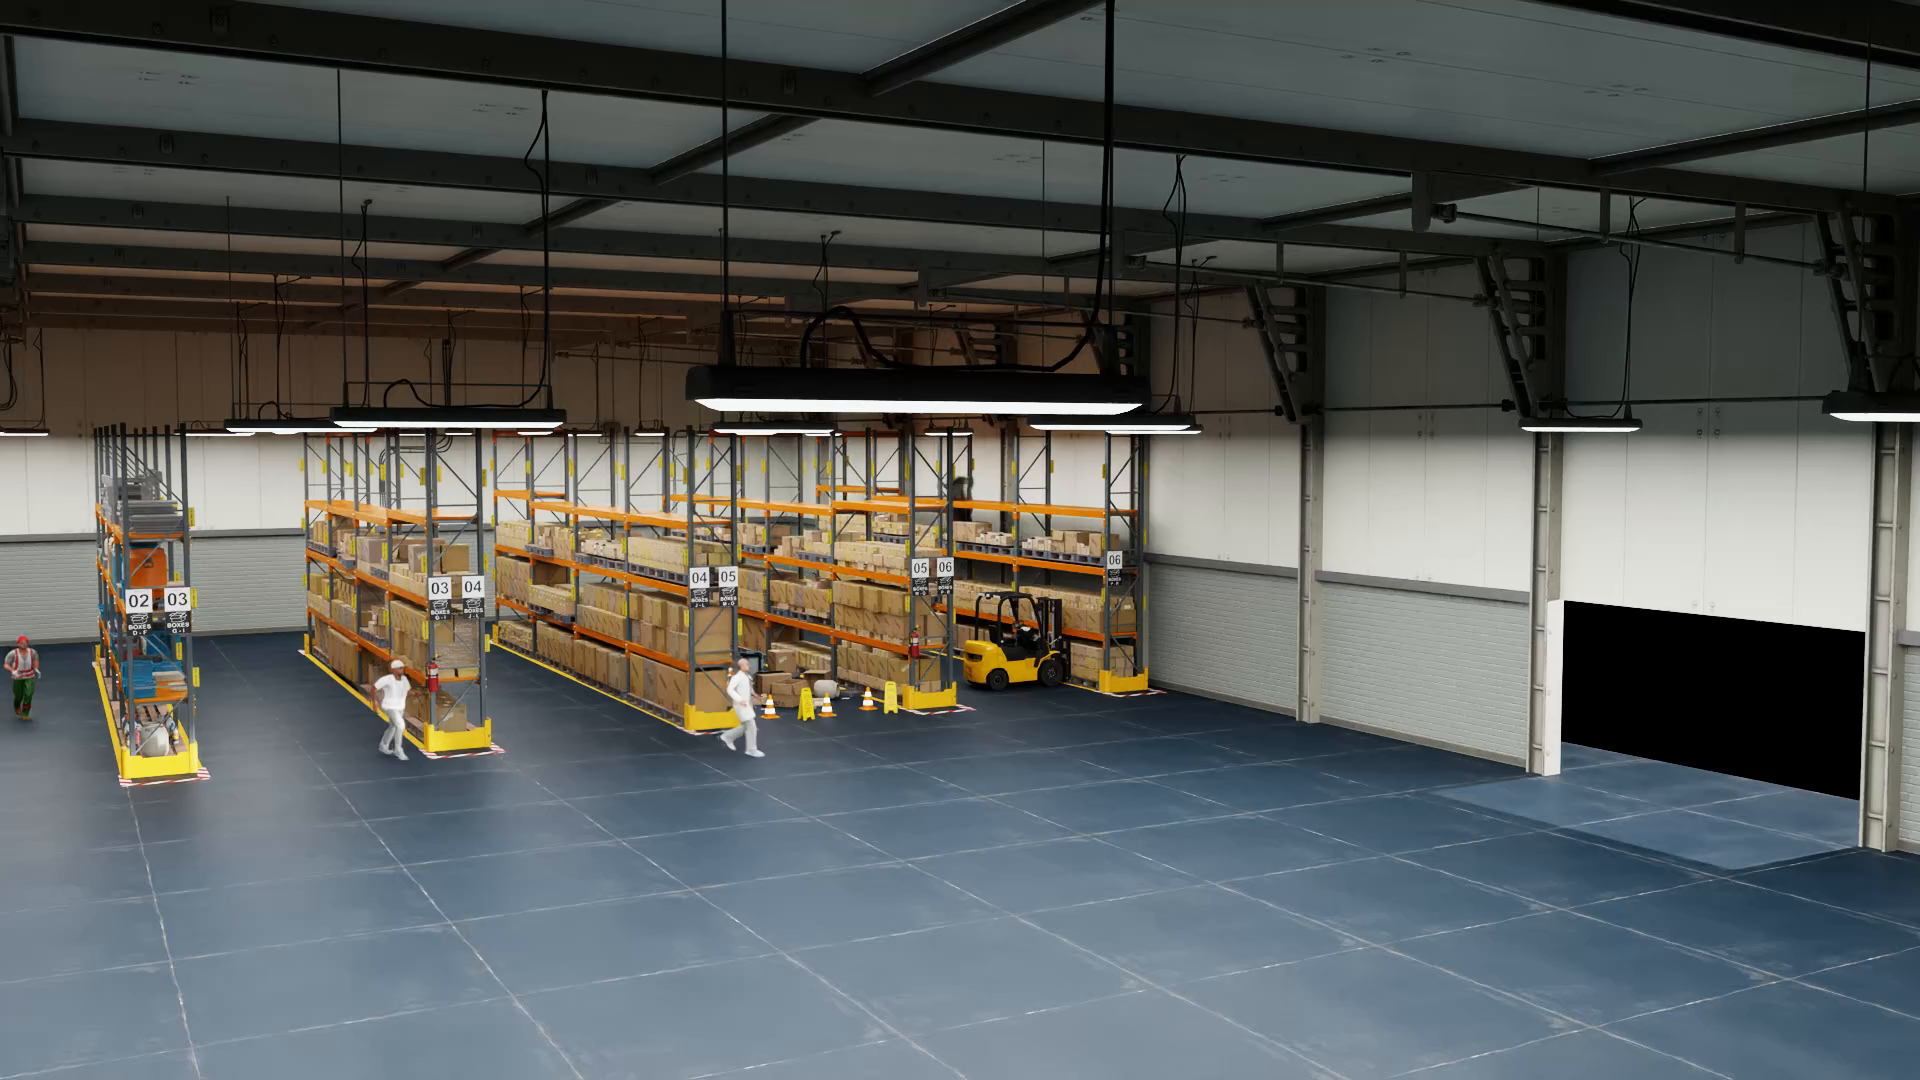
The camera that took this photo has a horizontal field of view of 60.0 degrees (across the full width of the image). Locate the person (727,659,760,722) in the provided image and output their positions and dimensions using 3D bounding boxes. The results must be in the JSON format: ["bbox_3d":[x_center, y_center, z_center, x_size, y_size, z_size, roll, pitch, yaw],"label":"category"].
[{"bbox_3d":[-3.875,2.710,30.013,0.469,1.139,0.764,1,4,12],"label":"person"}]

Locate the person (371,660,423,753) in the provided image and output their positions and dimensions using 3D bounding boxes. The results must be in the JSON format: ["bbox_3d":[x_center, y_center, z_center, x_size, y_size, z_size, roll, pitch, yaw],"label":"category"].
[{"bbox_3d":[-10.119,2.968,29.807,0.891,1.641,0.692,1,4,23],"label":"person"}]

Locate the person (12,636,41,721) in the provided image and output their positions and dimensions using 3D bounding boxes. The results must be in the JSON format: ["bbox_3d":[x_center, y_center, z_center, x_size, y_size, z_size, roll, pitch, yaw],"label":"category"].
[{"bbox_3d":[-19.113,2.808,34.002,0.521,1.737,0.791,-3,4,-38],"label":"person"}]
